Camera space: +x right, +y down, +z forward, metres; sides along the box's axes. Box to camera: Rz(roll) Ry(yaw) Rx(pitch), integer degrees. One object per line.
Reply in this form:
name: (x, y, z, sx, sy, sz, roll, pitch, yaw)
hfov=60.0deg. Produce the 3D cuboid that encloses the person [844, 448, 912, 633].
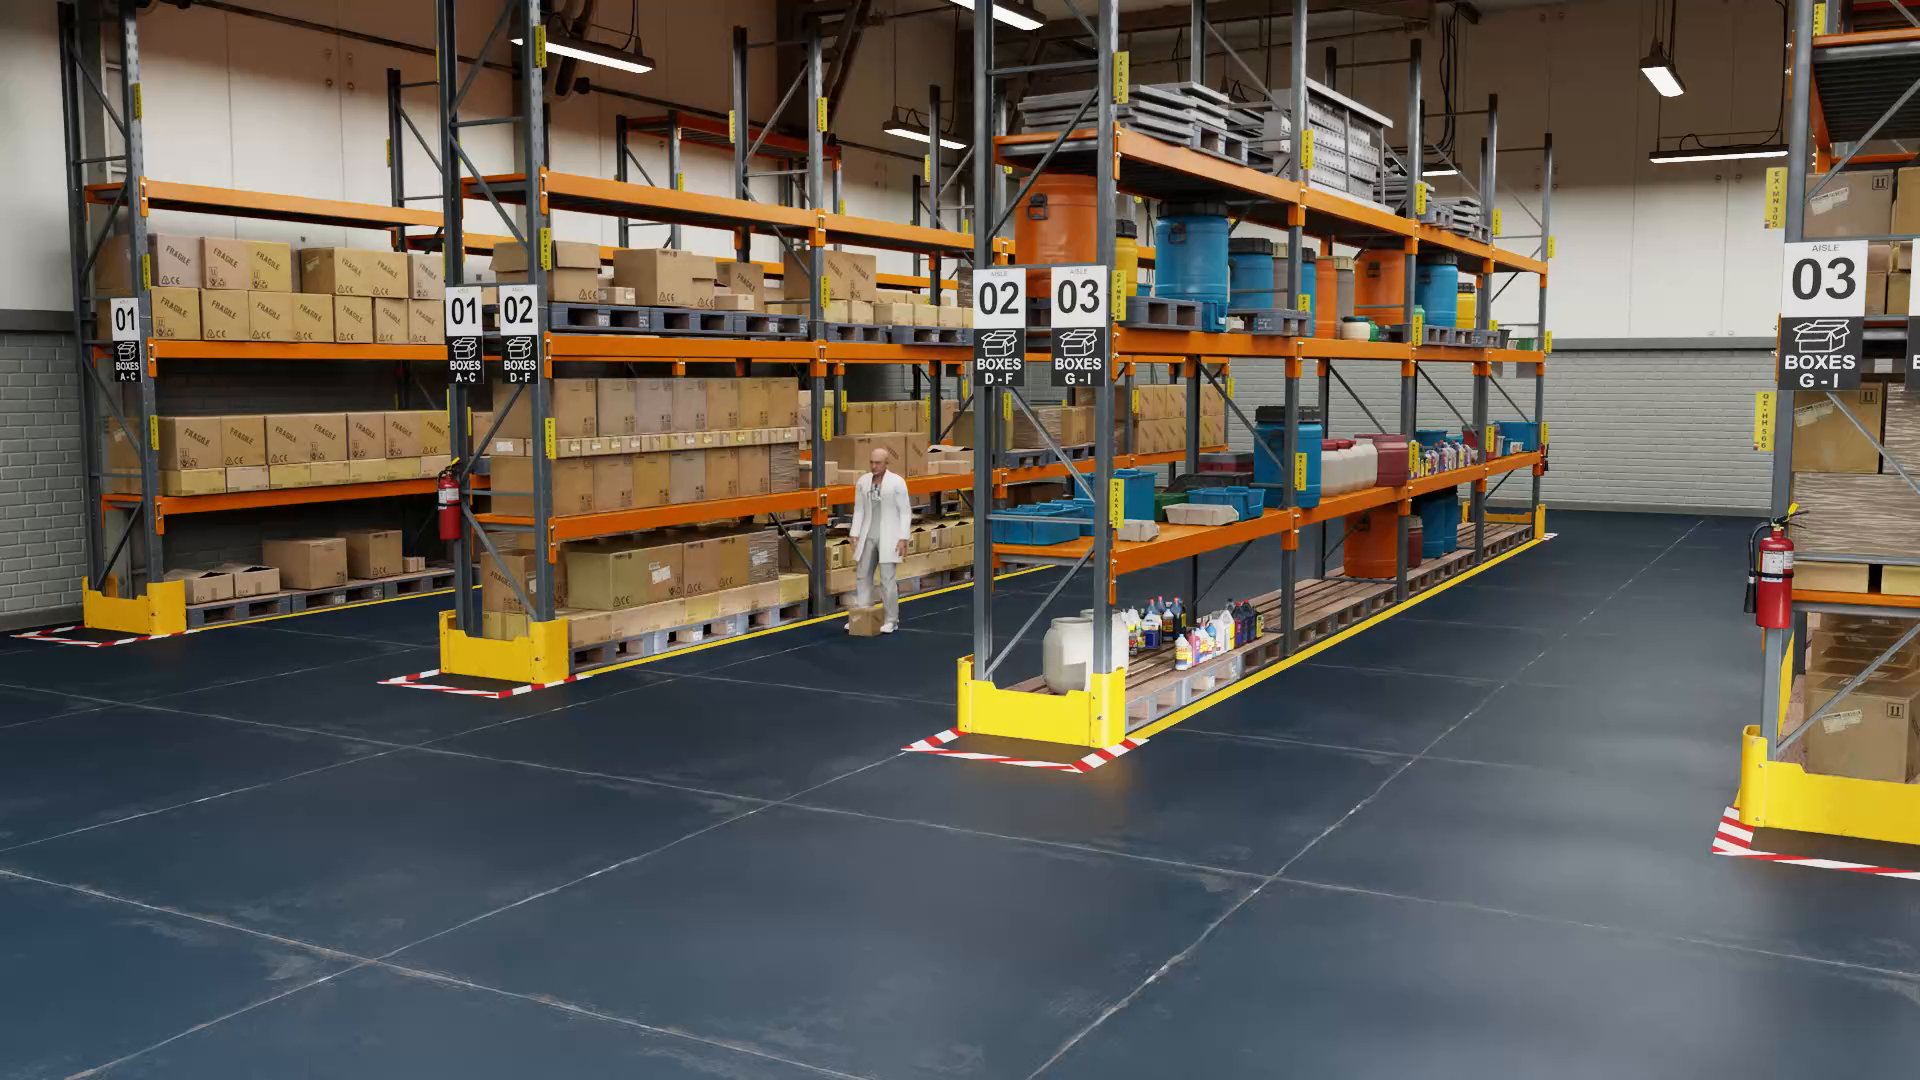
person: (-0.777, -0.001, 16.086, 0.649, 1.772, 0.429, 3, 6, 26)
